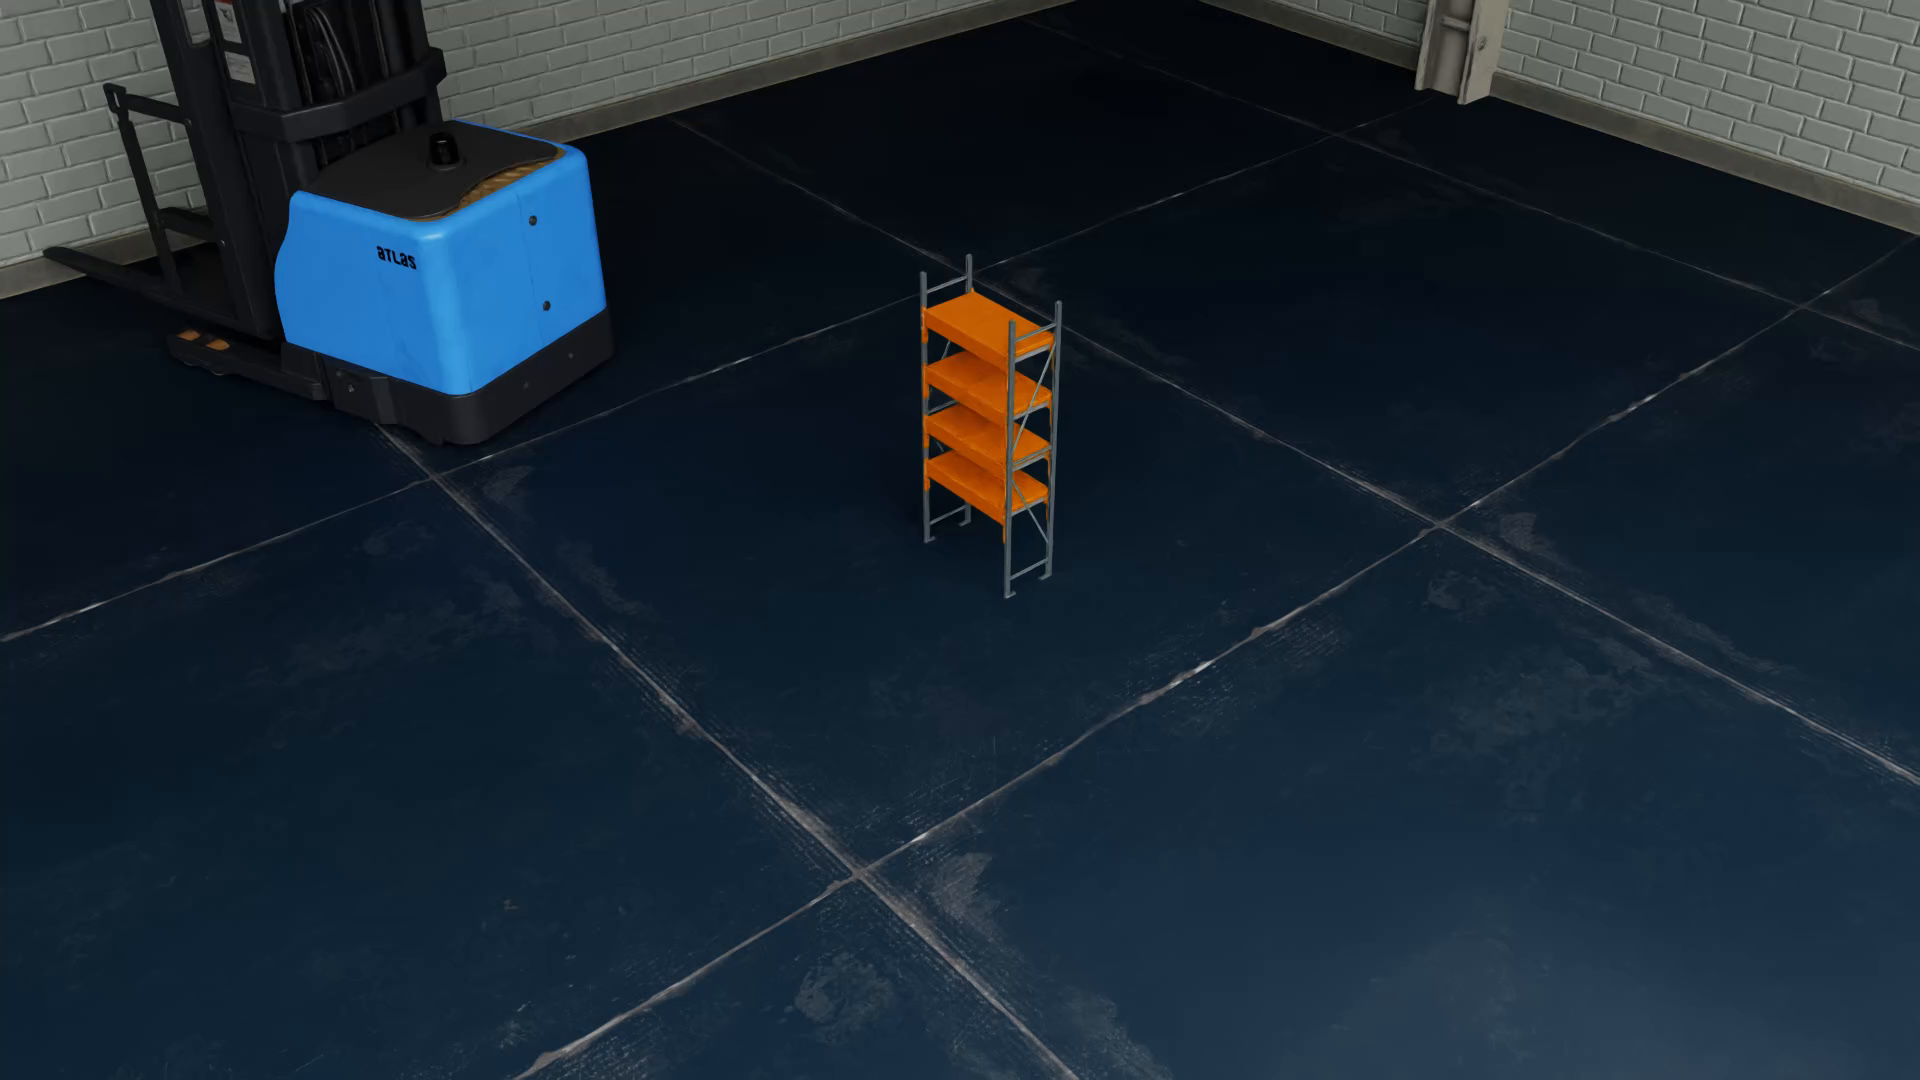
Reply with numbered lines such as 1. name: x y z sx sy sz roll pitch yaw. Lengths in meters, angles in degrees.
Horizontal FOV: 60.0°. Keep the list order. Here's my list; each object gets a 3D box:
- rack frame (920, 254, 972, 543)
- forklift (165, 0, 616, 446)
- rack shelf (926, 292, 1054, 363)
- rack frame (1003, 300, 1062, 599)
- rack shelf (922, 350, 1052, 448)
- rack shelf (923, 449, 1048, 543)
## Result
1. rack frame: -0.051 -0.524 6.452 0.240 1.200 0.015 -26 43 -32
2. forklift: -2.694 -2.038 7.147 1.939 2.867 1.129 18 39 23
3. rack shelf: 0.107 -0.769 6.050 0.221 0.050 0.457 -26 43 -32
4. rack frame: 0.264 -0.309 6.148 0.240 1.200 0.015 -26 43 -32
5. rack shelf: 0.107 -0.544 6.210 0.258 0.148 0.480 -26 43 -32
6. rack shelf: 0.107 -0.200 6.454 0.258 0.148 0.480 -26 43 -32
